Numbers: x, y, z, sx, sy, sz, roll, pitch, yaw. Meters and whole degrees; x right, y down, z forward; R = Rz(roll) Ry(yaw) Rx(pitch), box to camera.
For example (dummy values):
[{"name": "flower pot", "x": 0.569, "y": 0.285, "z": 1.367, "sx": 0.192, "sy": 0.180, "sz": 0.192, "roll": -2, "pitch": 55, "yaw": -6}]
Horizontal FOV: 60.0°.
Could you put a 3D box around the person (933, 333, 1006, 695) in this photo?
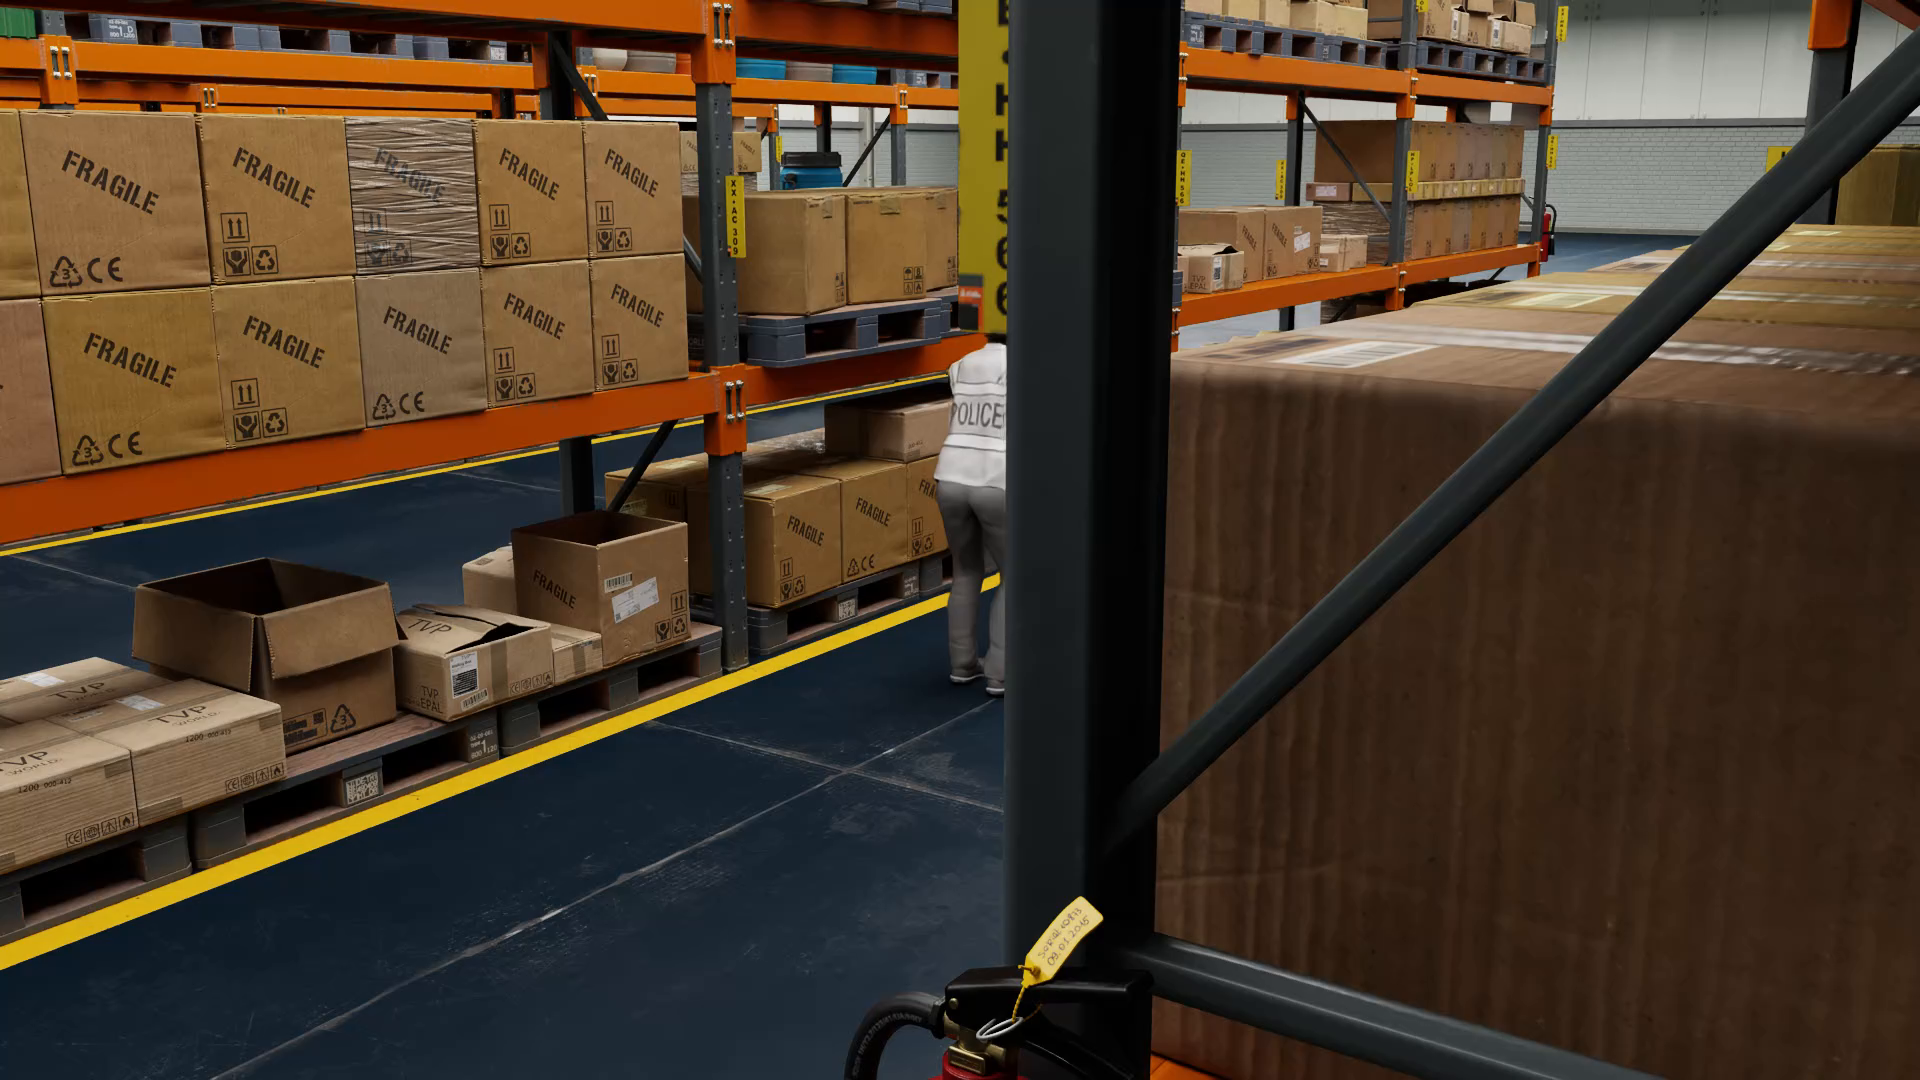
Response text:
[{"name": "person", "x": 0.140, "y": -0.188, "z": 6.904, "sx": 0.413, "sy": 1.622, "sz": 0.563, "roll": 8, "pitch": 15, "yaw": 30}]
